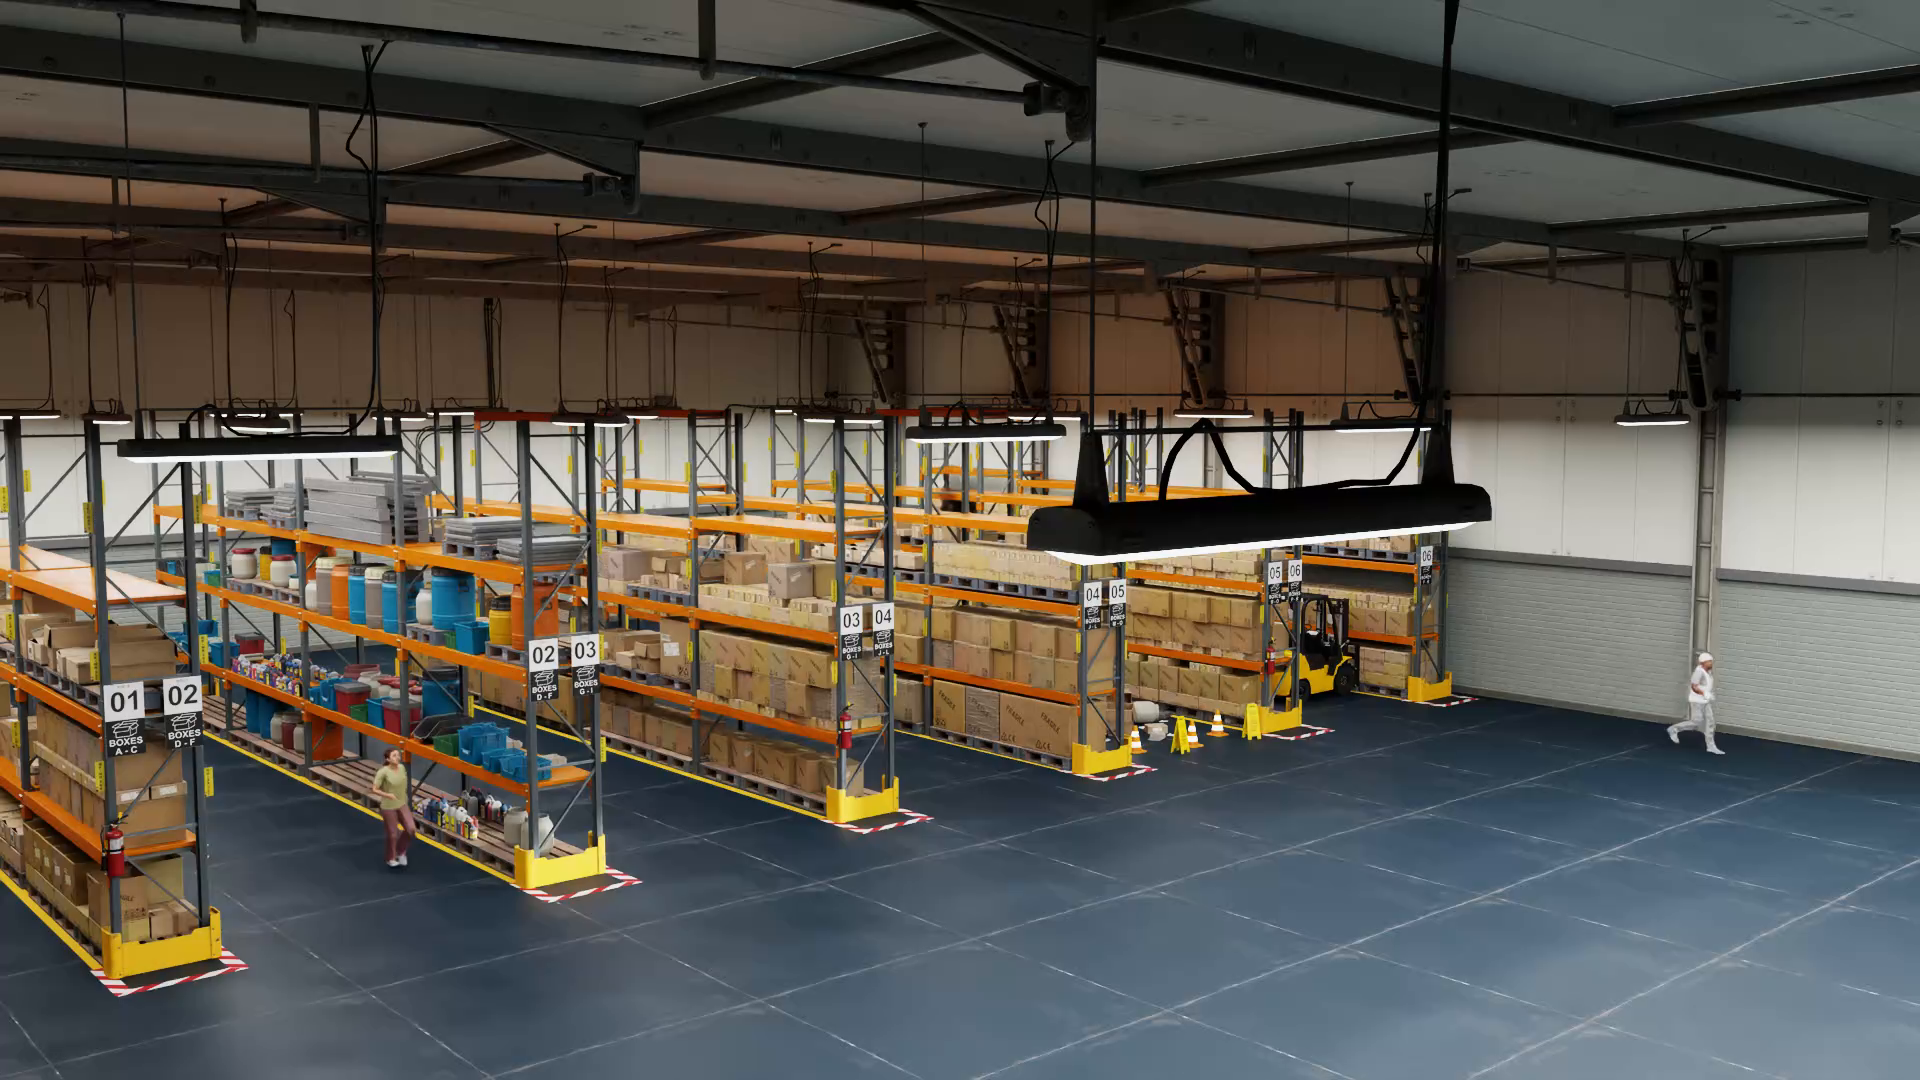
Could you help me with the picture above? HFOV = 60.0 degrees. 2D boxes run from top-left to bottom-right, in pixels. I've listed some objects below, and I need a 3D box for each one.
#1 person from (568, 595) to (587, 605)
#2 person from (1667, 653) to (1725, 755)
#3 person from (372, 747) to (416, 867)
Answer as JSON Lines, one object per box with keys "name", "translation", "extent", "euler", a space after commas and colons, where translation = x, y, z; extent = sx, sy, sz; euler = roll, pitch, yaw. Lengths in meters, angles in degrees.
{"name": "person", "translation": [-9.441, 1.943, 40.346], "extent": [0.771, 1.687, 0.544], "euler": [5, 7, 44]}
{"name": "person", "translation": [13.057, 2.870, 29.425], "extent": [0.986, 1.770, 0.707], "euler": [4, 6, 37]}
{"name": "person", "translation": [-7.518, 3.560, 22.126], "extent": [0.583, 1.633, 0.582], "euler": [5, 7, 43]}
